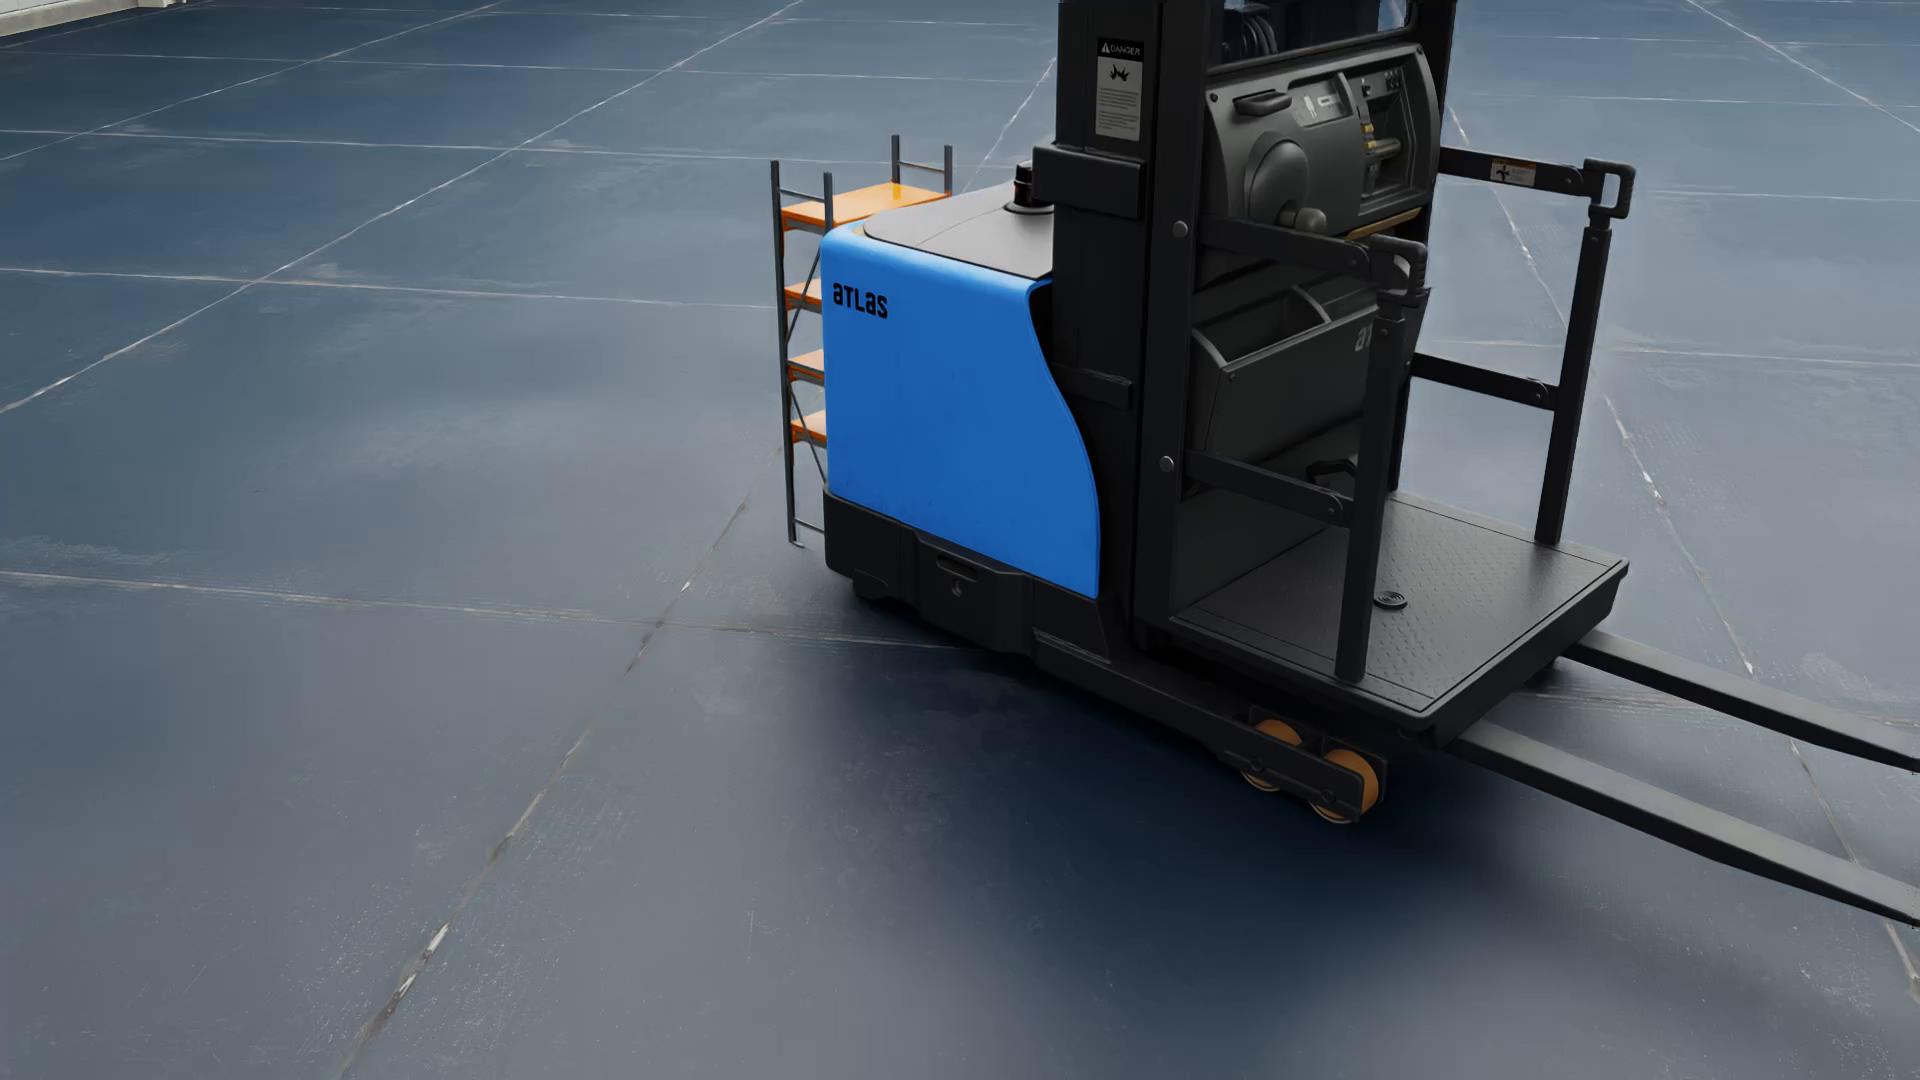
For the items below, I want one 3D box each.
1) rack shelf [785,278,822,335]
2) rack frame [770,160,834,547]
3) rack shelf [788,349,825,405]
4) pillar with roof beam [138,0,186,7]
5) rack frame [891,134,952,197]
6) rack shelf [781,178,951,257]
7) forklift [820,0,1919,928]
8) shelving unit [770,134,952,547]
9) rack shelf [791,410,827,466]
[{"bbox_3d":[-0.281,-0.720,5.005,0.258,0.148,0.480,21,32,38],"label":"rack shelf"},{"bbox_3d":[-0.446,-0.503,4.908,0.240,1.200,0.015,21,32,38],"label":"rack frame"},{"bbox_3d":[-0.281,-0.518,5.100,0.258,0.148,0.480,21,32,38],"label":"rack shelf"},{"bbox_3d":[-3.839,-9.200,14.290,9.100,9.000,0.400,4,25,9],"label":"pillar with roof beam"},{"bbox_3d":[-0.115,-0.655,5.234,0.240,1.200,0.015,21,32,38],"label":"rack frame"},{"bbox_3d":[-0.281,-0.935,4.904,0.258,0.148,0.480,21,32,38],"label":"rack shelf"},{"bbox_3d":[1.019,-0.922,3.763,3.031,2.935,1.130,22,33,38],"label":"forklift"},{"bbox_3d":[-0.281,-0.579,5.071,0.258,1.200,0.503,21,32,38],"label":"shelving unit"},{"bbox_3d":[-0.281,-0.338,5.184,0.258,0.148,0.480,21,32,38],"label":"rack shelf"}]
